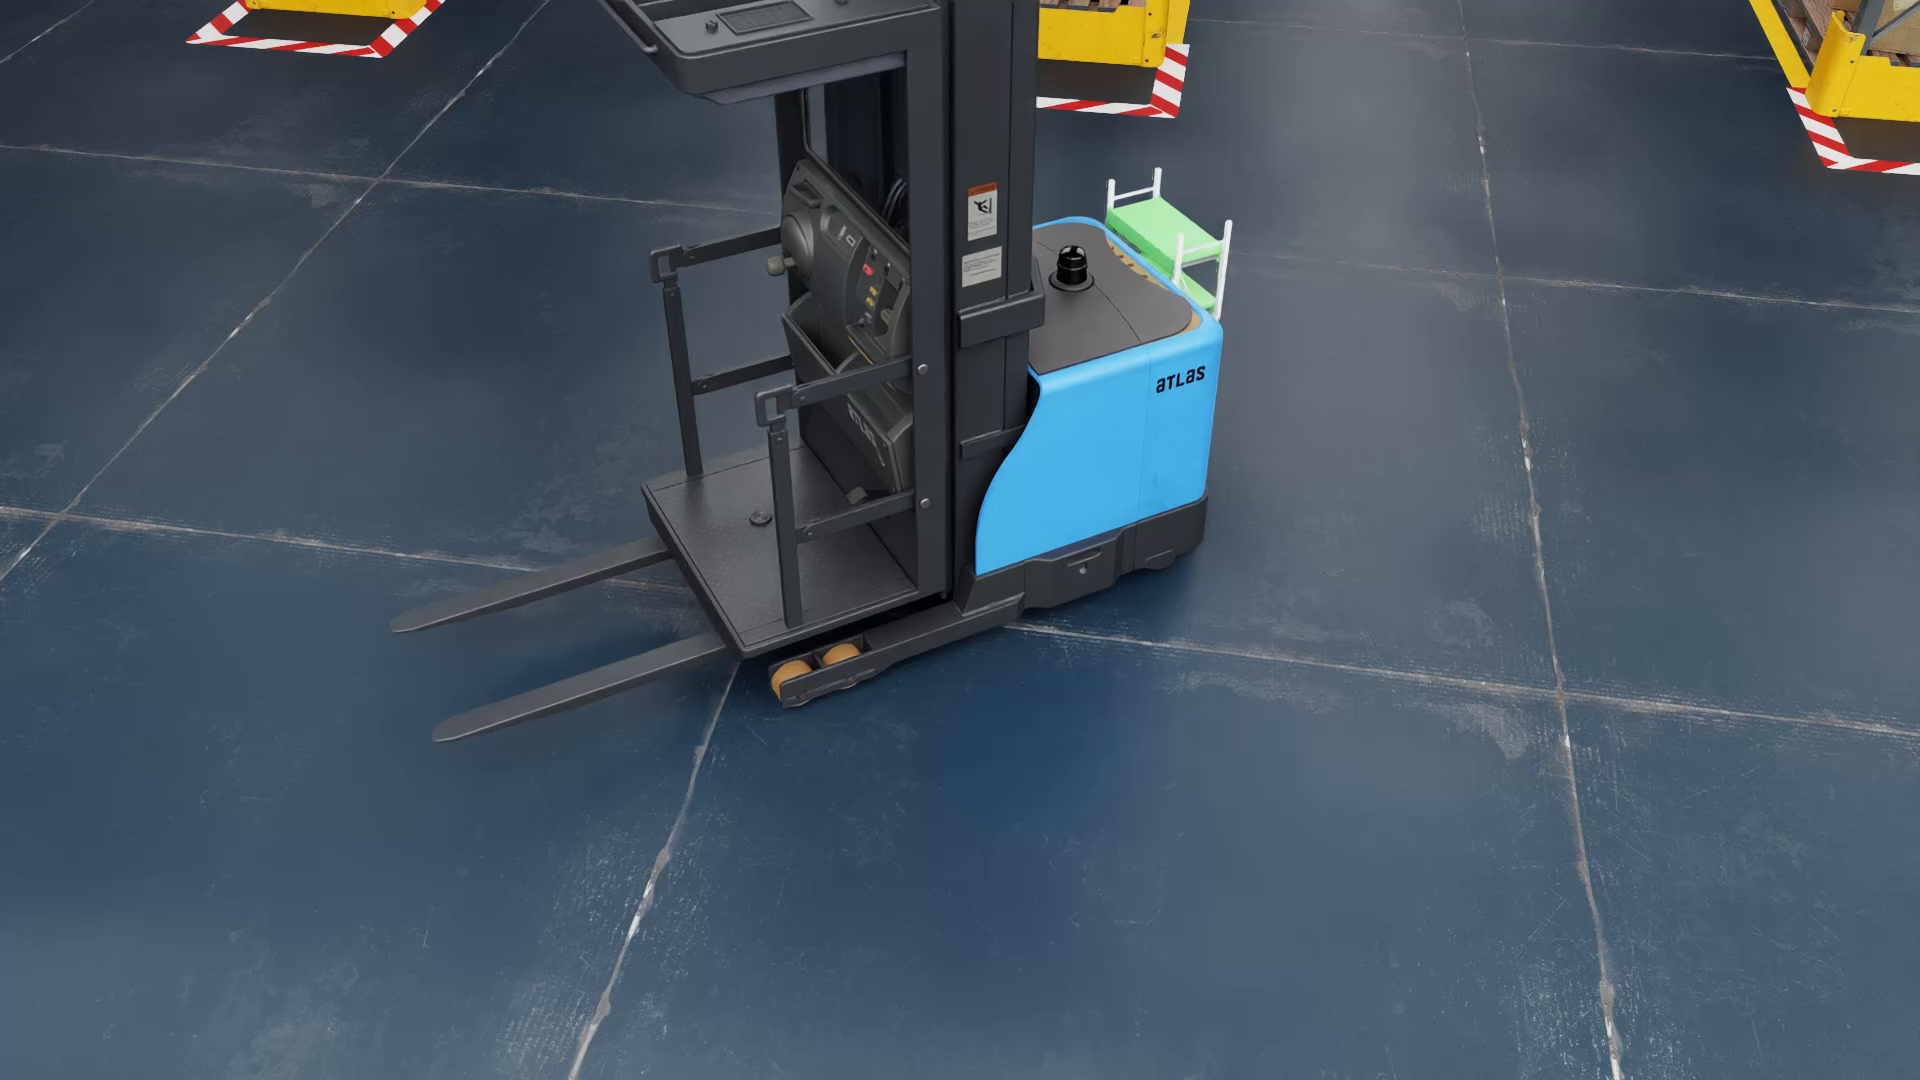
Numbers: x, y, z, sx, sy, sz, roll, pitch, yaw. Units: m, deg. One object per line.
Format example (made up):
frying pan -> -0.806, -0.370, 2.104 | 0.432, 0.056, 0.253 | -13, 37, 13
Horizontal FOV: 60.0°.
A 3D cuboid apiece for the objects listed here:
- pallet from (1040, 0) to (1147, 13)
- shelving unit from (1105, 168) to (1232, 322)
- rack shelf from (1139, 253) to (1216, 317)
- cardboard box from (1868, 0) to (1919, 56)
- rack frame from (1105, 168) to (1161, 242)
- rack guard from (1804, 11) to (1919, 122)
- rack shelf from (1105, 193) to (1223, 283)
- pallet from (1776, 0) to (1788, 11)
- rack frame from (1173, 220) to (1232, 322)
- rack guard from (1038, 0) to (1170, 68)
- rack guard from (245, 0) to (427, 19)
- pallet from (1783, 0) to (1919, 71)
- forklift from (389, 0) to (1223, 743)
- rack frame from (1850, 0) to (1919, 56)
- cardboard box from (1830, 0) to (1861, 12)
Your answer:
pallet -> 0.847, -3.679, 11.034 | 1.003, 0.211, 1.213 | 6, 40, 8
shelving unit -> 0.806, -0.855, 6.840 | 0.258, 1.200, 0.503 | -18, 43, -22
rack shelf -> 0.808, -0.991, 6.728 | 0.258, 0.148, 0.480 | -18, 43, -22
cardboard box -> 5.737, -3.234, 9.940 | 0.500, 0.500, 0.500 | 14, 41, 16
rack frame -> 0.692, -0.992, 7.006 | 0.240, 1.200, 0.015 | -18, 43, -22
rack guard -> 5.626, -2.730, 9.659 | 1.175, 0.500, 0.348 | 6, 40, 8
rack shelf -> 0.811, -1.177, 6.576 | 0.258, 0.148, 0.480 | -18, 43, -22
pallet -> 6.015, -3.888, 11.287 | 1.003, 0.211, 1.213 | 6, 40, 8
rack frame -> 0.921, -0.718, 6.674 | 0.240, 1.200, 0.015 | -18, 43, -22
rack guard -> 0.701, -3.281, 10.326 | 1.175, 0.500, 0.348 | 6, 40, 8
rack guard -> -4.148, -3.762, 10.907 | 1.175, 0.500, 0.348 | 6, 40, 8
pallet -> 5.801, -3.124, 10.363 | 1.003, 0.211, 1.213 | 6, 40, 8
forklift -> -0.576, -0.914, 5.555 | 3.031, 2.935, 1.130 | -18, 43, -21
rack frame -> 5.613, -3.645, 8.805 | 1.000, 3.000, 0.127 | 6, 40, 8
cardboard box -> 5.807, -3.613, 10.398 | 0.500, 0.500, 0.500 | 17, 42, 19
